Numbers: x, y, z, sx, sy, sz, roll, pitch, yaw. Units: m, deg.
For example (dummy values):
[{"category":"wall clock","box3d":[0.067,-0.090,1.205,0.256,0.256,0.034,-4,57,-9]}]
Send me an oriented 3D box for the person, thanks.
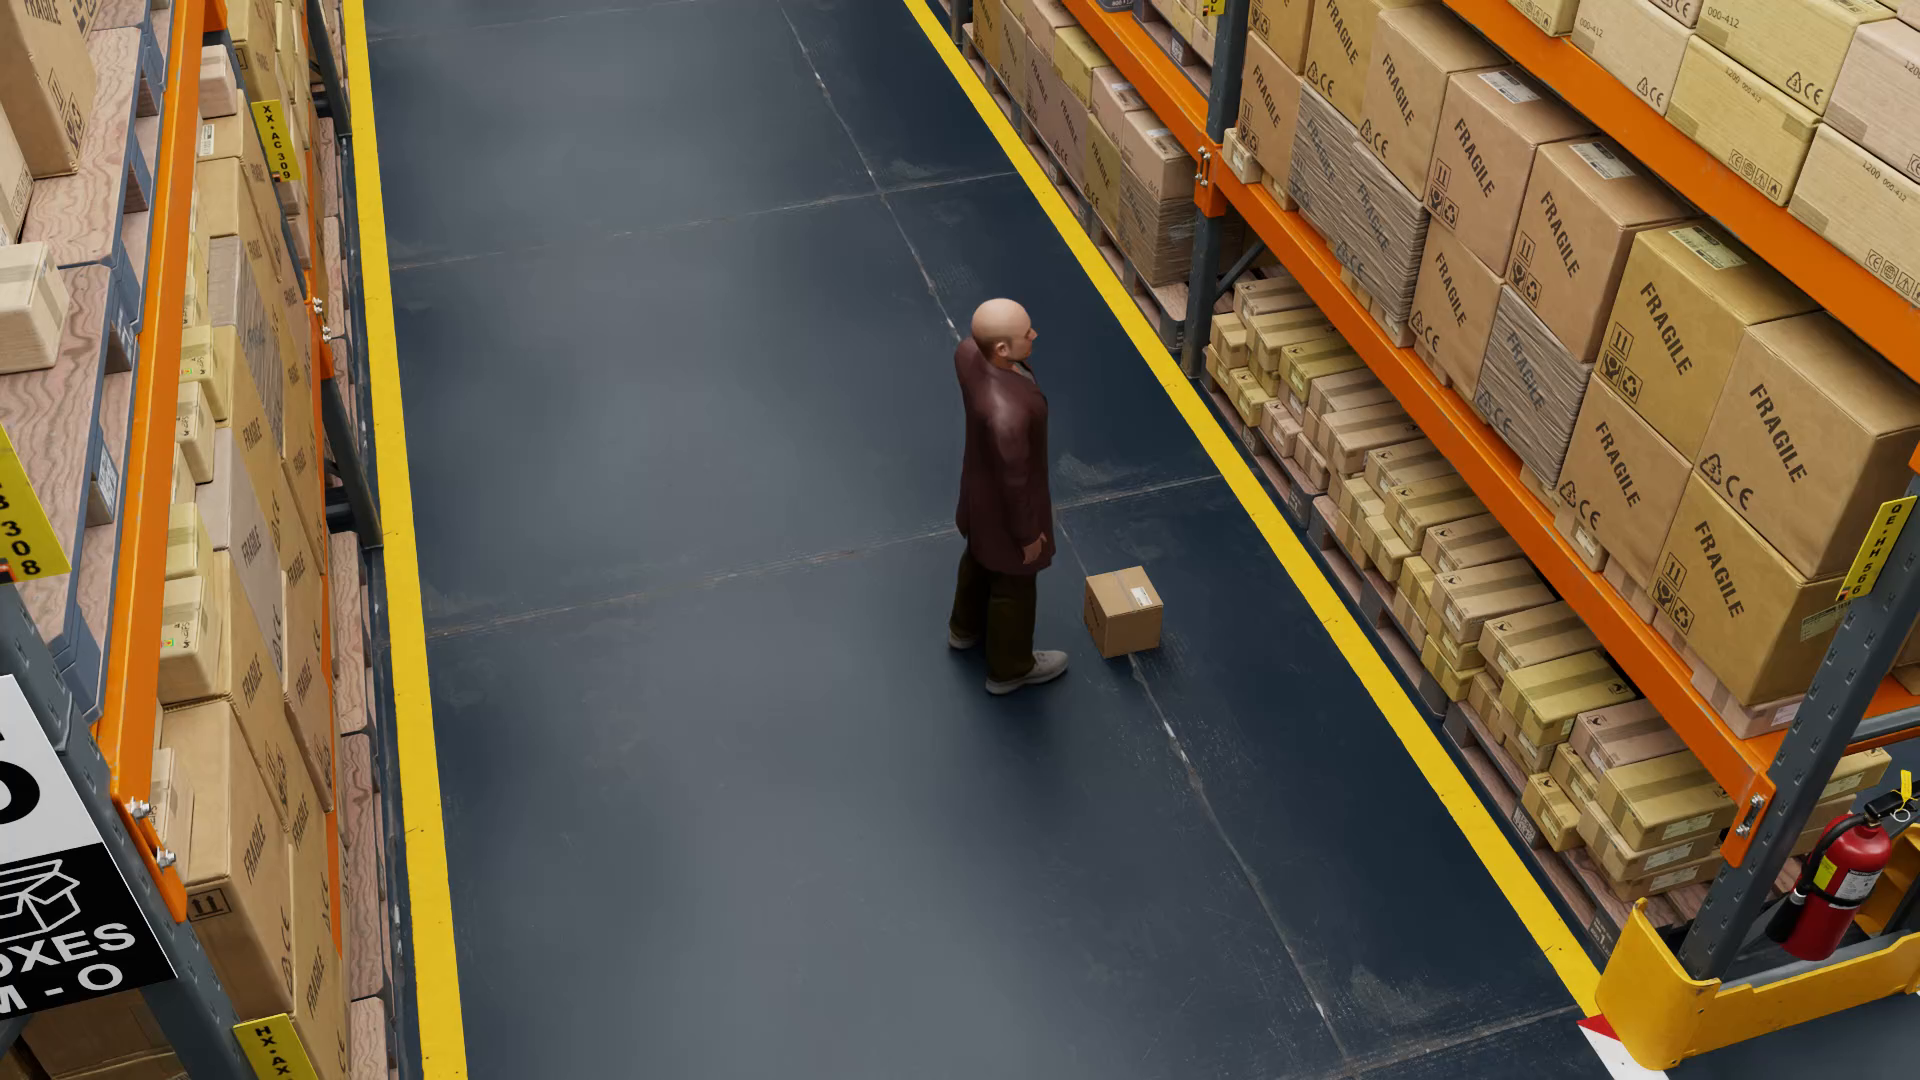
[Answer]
[{"category":"person","box3d":[0.207,-0.163,6.345,0.445,1.798,0.574,-11,43,-12]}]
